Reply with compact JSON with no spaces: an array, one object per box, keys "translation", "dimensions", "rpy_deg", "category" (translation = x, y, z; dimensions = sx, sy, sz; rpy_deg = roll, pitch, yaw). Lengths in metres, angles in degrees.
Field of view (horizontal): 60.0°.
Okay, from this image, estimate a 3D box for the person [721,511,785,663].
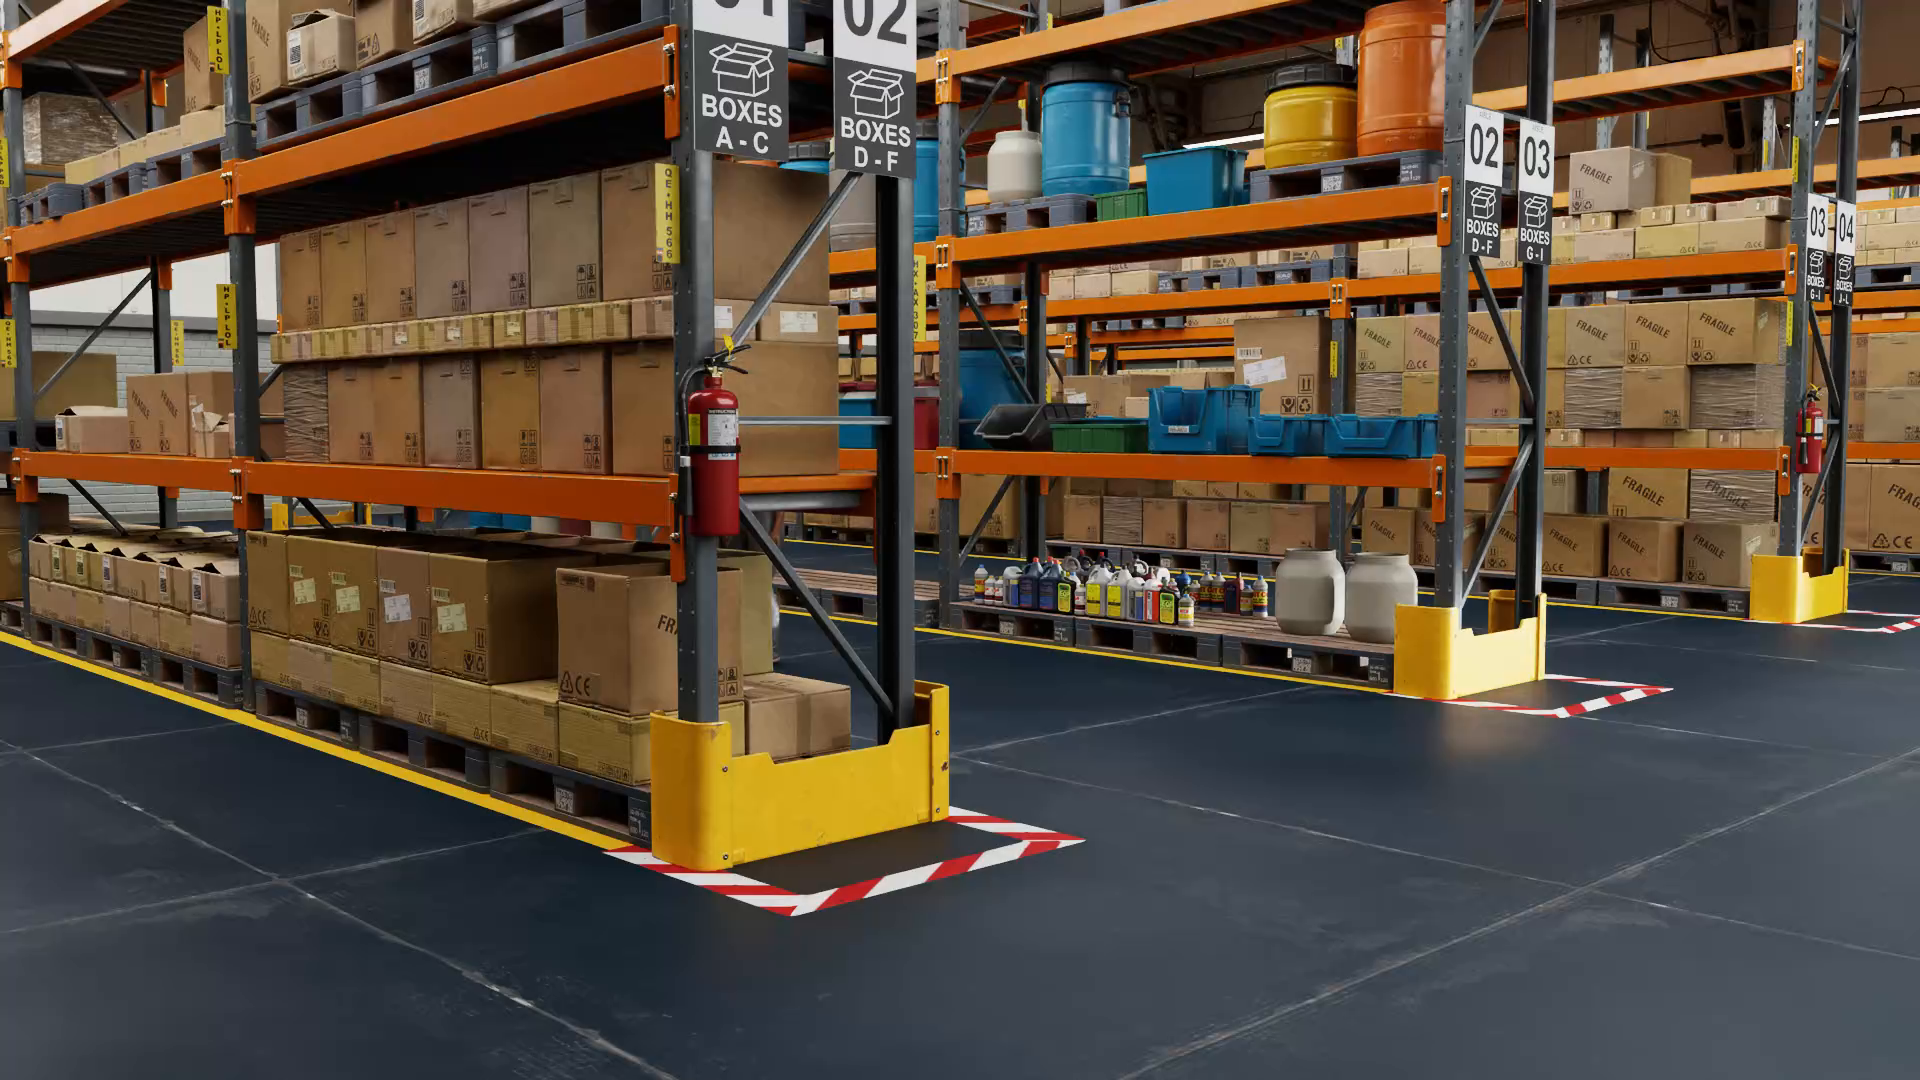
[{"translation":[-1.297,-0.048,10.355],"dimensions":[0.532,1.640,0.350],"rpy_deg":[4,5,43],"category":"person"}]
